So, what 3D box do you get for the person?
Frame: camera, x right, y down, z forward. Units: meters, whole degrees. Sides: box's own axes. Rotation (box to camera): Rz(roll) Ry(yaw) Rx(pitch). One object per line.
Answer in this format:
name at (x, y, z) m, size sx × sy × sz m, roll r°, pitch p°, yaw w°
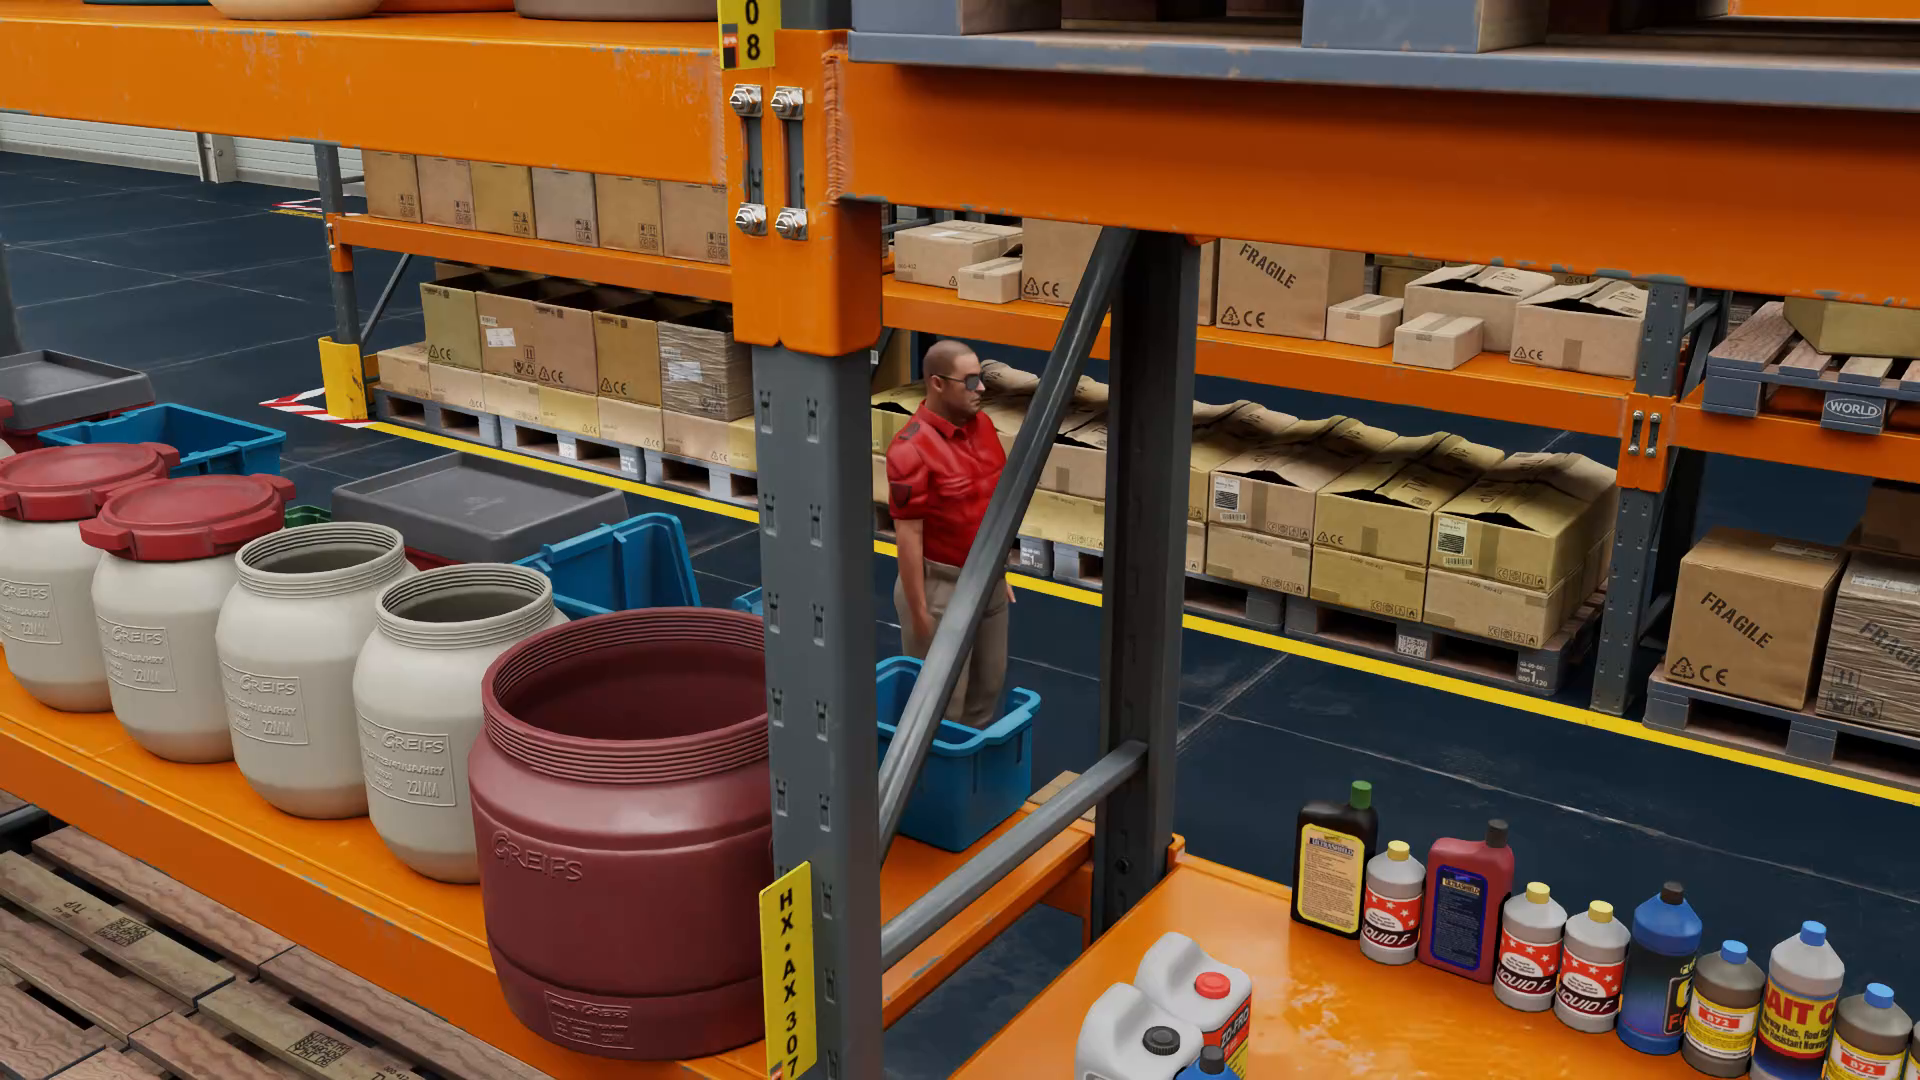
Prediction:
person at (0.000, 0.188, 5.612) m, size 0.368 × 1.743 × 0.526 m, roll 14°, pitch 24°, yaw 33°
